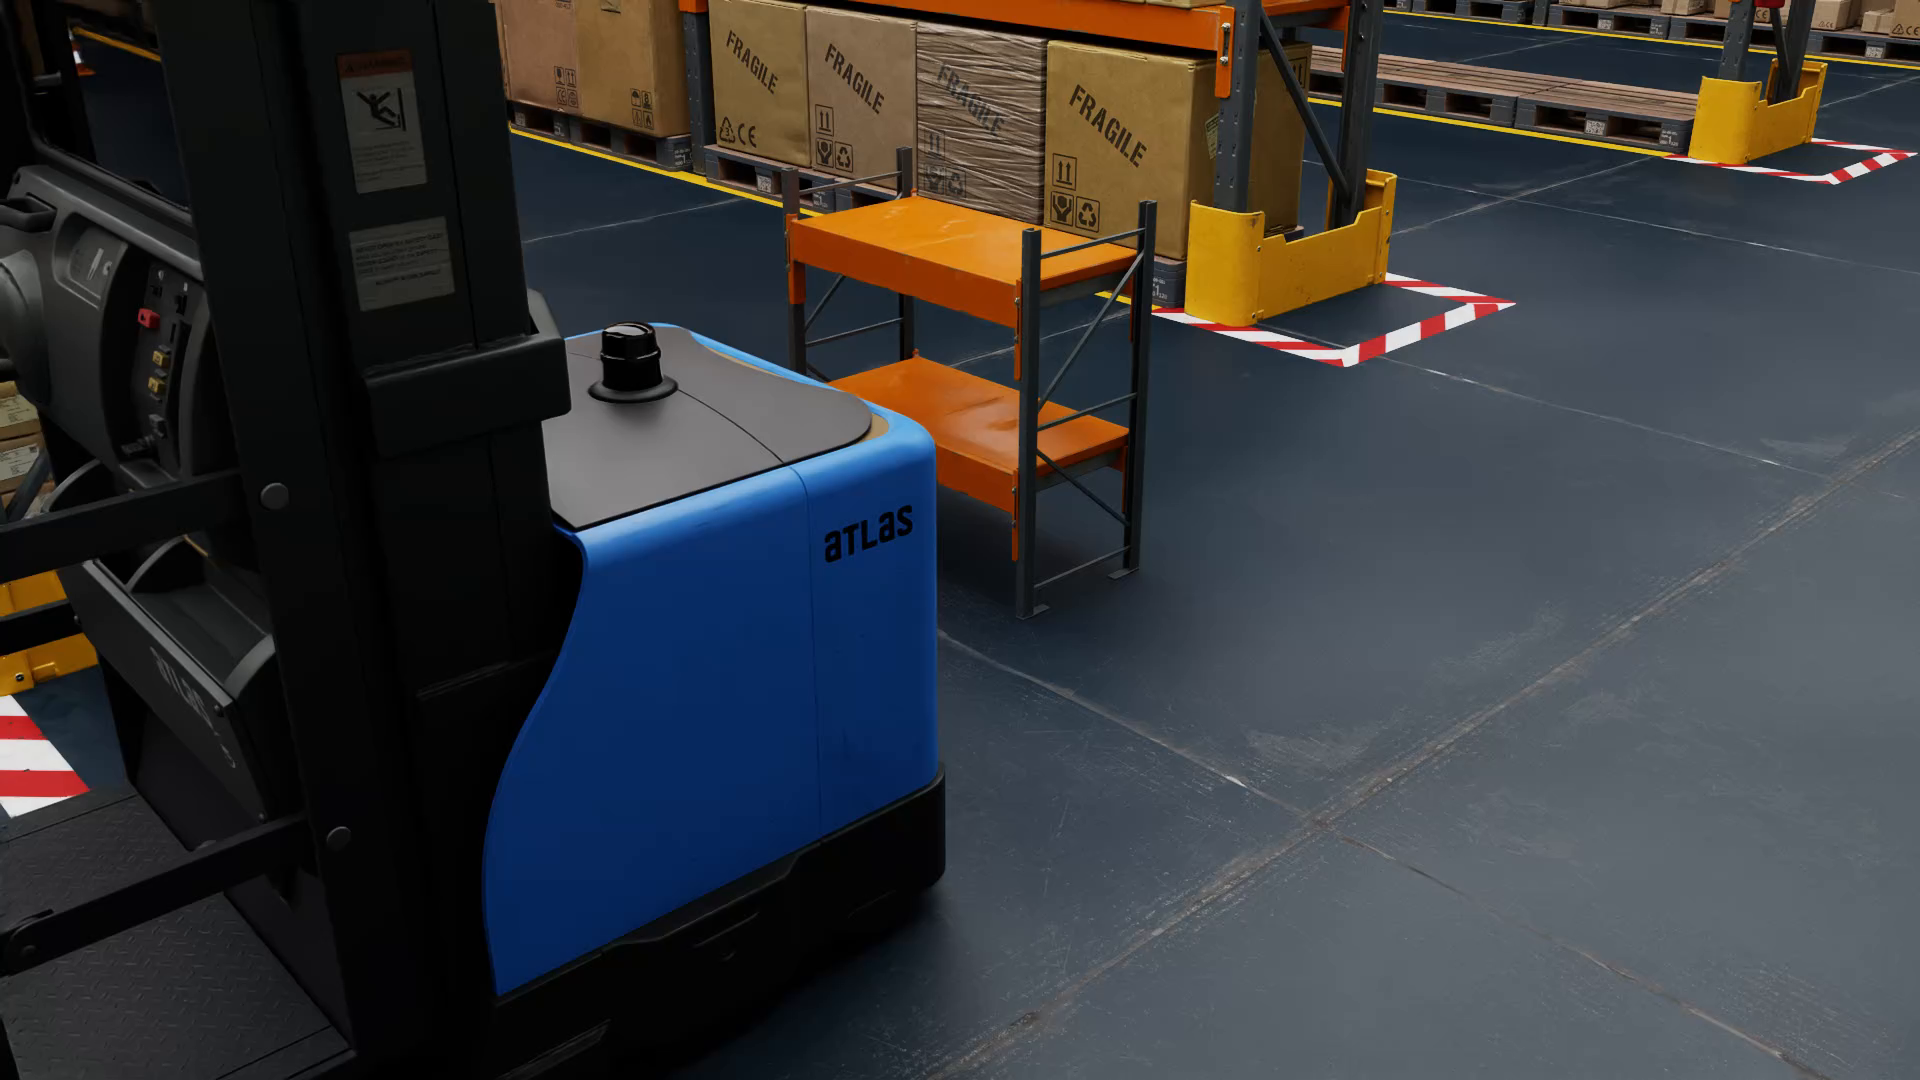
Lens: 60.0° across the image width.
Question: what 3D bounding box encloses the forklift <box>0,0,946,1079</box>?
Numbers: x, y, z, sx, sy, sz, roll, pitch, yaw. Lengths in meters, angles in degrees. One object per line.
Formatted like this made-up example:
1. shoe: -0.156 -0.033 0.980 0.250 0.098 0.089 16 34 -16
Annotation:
1. forklift: -1.460 -0.308 2.395 3.031 2.935 1.130 -21 32 -38

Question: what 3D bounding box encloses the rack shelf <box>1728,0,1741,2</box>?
1. rack shelf: 3.760 -4.195 11.698 1.077 0.370 4.000 -21 32 -38

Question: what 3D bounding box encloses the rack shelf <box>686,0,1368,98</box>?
1. rack shelf: 0.145 -2.790 8.618 1.077 0.370 4.000 -21 32 -38

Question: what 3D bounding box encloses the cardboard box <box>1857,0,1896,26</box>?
1. cardboard box: 8.239 -4.666 14.647 0.500 0.250 0.500 -21 32 -38

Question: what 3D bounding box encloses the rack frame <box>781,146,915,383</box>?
1. rack frame: -0.343 -0.664 5.350 0.500 1.125 0.032 -21 32 -38

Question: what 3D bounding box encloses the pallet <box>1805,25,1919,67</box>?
1. pallet: 8.148 -4.316 14.457 1.003 0.211 1.213 -21 32 -38

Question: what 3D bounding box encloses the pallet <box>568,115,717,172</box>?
1. pallet: -1.804 -2.667 10.841 1.003 0.211 1.213 -21 32 -38

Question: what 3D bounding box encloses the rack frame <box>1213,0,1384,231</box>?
1. rack frame: 1.512 -2.511 7.141 1.000 3.000 0.127 -21 32 -38

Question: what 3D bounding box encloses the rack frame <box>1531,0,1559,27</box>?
1. rack frame: 6.012 -6.532 15.955 1.000 3.000 0.127 -21 32 -38

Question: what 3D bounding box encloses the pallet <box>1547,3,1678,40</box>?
1. pallet: 6.480 -5.055 16.077 1.003 0.211 1.213 -21 32 -38

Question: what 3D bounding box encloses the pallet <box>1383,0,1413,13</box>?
1. pallet: 4.590 -5.869 17.861 1.003 0.211 1.213 -21 32 -38

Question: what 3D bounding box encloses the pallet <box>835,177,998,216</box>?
1. pallet: 0.079 -1.832 9.012 1.003 0.211 1.213 -21 32 -38

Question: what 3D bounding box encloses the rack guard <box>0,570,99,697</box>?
1. rack guard: -2.230 -0.021 4.693 1.175 0.500 0.348 -21 32 -38

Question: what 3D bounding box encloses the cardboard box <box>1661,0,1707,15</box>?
1. cardboard box: 6.739 -4.996 15.470 0.380 0.166 0.250 -21 32 -38

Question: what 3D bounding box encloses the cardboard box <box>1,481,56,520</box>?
1. cardboard box: -2.690 -0.129 4.848 0.380 0.149 0.250 -21 32 -38

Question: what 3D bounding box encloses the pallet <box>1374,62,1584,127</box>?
1. pallet: 3.762 -3.278 12.181 1.003 0.211 1.213 -21 32 -38

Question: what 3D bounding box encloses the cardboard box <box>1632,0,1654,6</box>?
1. cardboard box: 6.608 -5.503 16.180 0.500 0.500 0.500 -21 32 -38

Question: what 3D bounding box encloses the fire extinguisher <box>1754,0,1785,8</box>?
1. fire extinguisher: 4.899 -3.537 9.931 0.296 0.674 0.183 -21 32 -38

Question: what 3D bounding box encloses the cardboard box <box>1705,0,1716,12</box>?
1. cardboard box: 7.121 -5.190 15.721 0.500 0.311 0.500 -21 32 -38

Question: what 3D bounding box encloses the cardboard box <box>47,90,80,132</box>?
1. cardboard box: -2.364 -1.277 4.738 0.380 0.149 0.250 -20 31 -37

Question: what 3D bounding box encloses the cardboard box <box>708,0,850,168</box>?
1. cardboard box: -0.829 -2.725 9.663 0.875 0.875 0.875 -21 32 -38

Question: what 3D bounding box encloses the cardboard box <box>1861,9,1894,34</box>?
1. cardboard box: 7.983 -4.475 14.328 0.380 0.166 0.250 -21 32 -38

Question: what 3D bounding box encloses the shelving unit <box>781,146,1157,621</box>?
1. shelving unit: 0.005 -0.510 5.012 0.538 1.125 1.048 -21 32 -38

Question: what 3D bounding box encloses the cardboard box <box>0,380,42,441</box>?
1. cardboard box: -2.725 -0.388 4.699 0.380 0.149 0.250 -21 32 -38

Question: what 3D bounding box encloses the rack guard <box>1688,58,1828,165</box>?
1. rack guard: 5.153 -2.775 10.732 1.175 0.500 0.348 -21 32 -38

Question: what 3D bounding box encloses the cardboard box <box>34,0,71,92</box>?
1. cardboard box: -2.283 -1.530 4.511 0.500 0.500 0.500 -19 31 -36

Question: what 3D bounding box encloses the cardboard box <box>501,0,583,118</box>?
1. cardboard box: -2.285 -3.406 11.156 0.875 0.875 1.225 22 33 40

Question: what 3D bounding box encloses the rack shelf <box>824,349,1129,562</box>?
1. rack shelf: 0.005 -0.287 5.114 0.538 0.278 1.000 -21 32 -38

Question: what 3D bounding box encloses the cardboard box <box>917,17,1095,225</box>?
1. cardboard box: 0.394 -2.183 8.474 0.875 0.875 0.875 -21 32 -38

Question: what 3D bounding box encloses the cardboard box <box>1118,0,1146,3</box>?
1. cardboard box: 0.849 -2.490 7.396 0.380 0.149 0.250 -21 32 -38

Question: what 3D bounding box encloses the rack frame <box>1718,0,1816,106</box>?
1. rack frame: 5.127 -3.916 10.221 1.000 3.000 0.127 -21 32 -38
